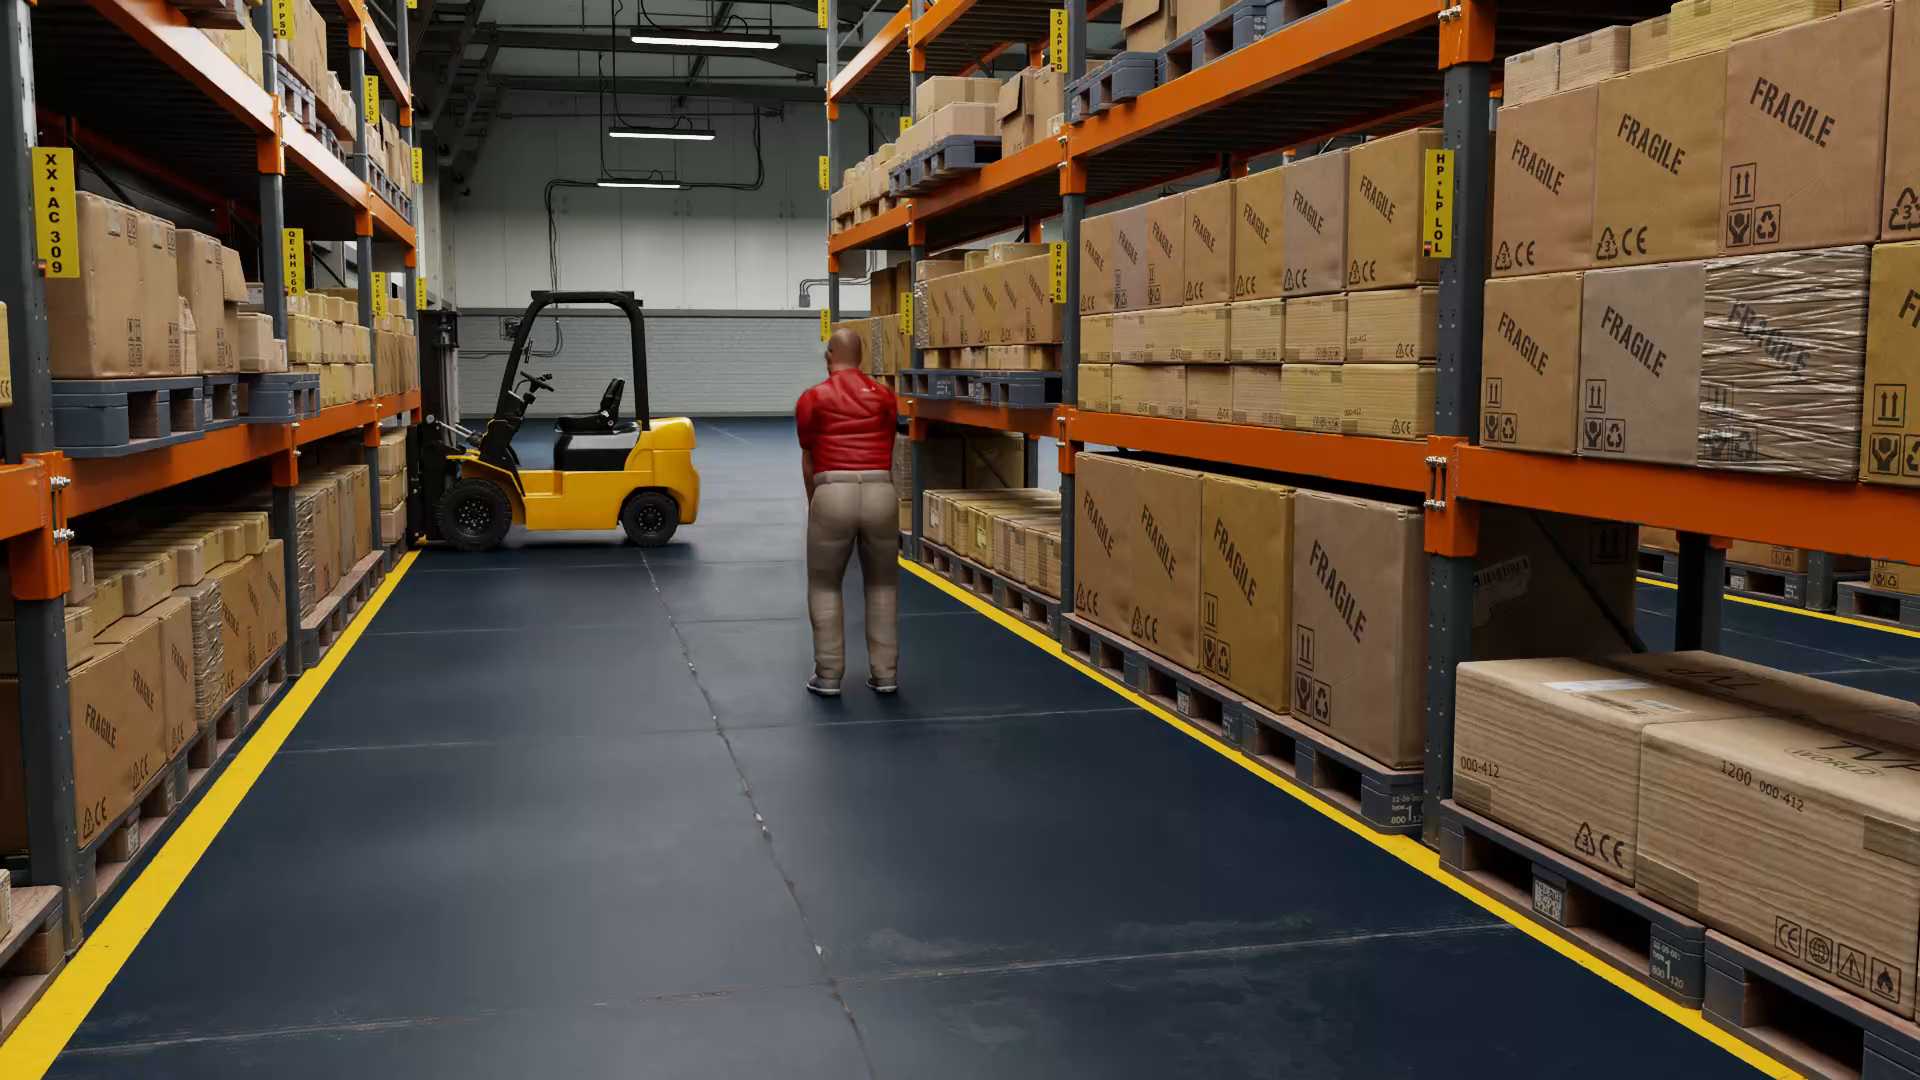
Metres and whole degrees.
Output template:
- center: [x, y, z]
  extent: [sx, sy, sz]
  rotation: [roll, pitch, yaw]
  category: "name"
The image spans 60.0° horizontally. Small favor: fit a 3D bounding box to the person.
- center: [-0.540, -0.138, 7.898]
  extent: [0.486, 1.721, 0.562]
  rotation: [-2, 6, -15]
  category: "person"
